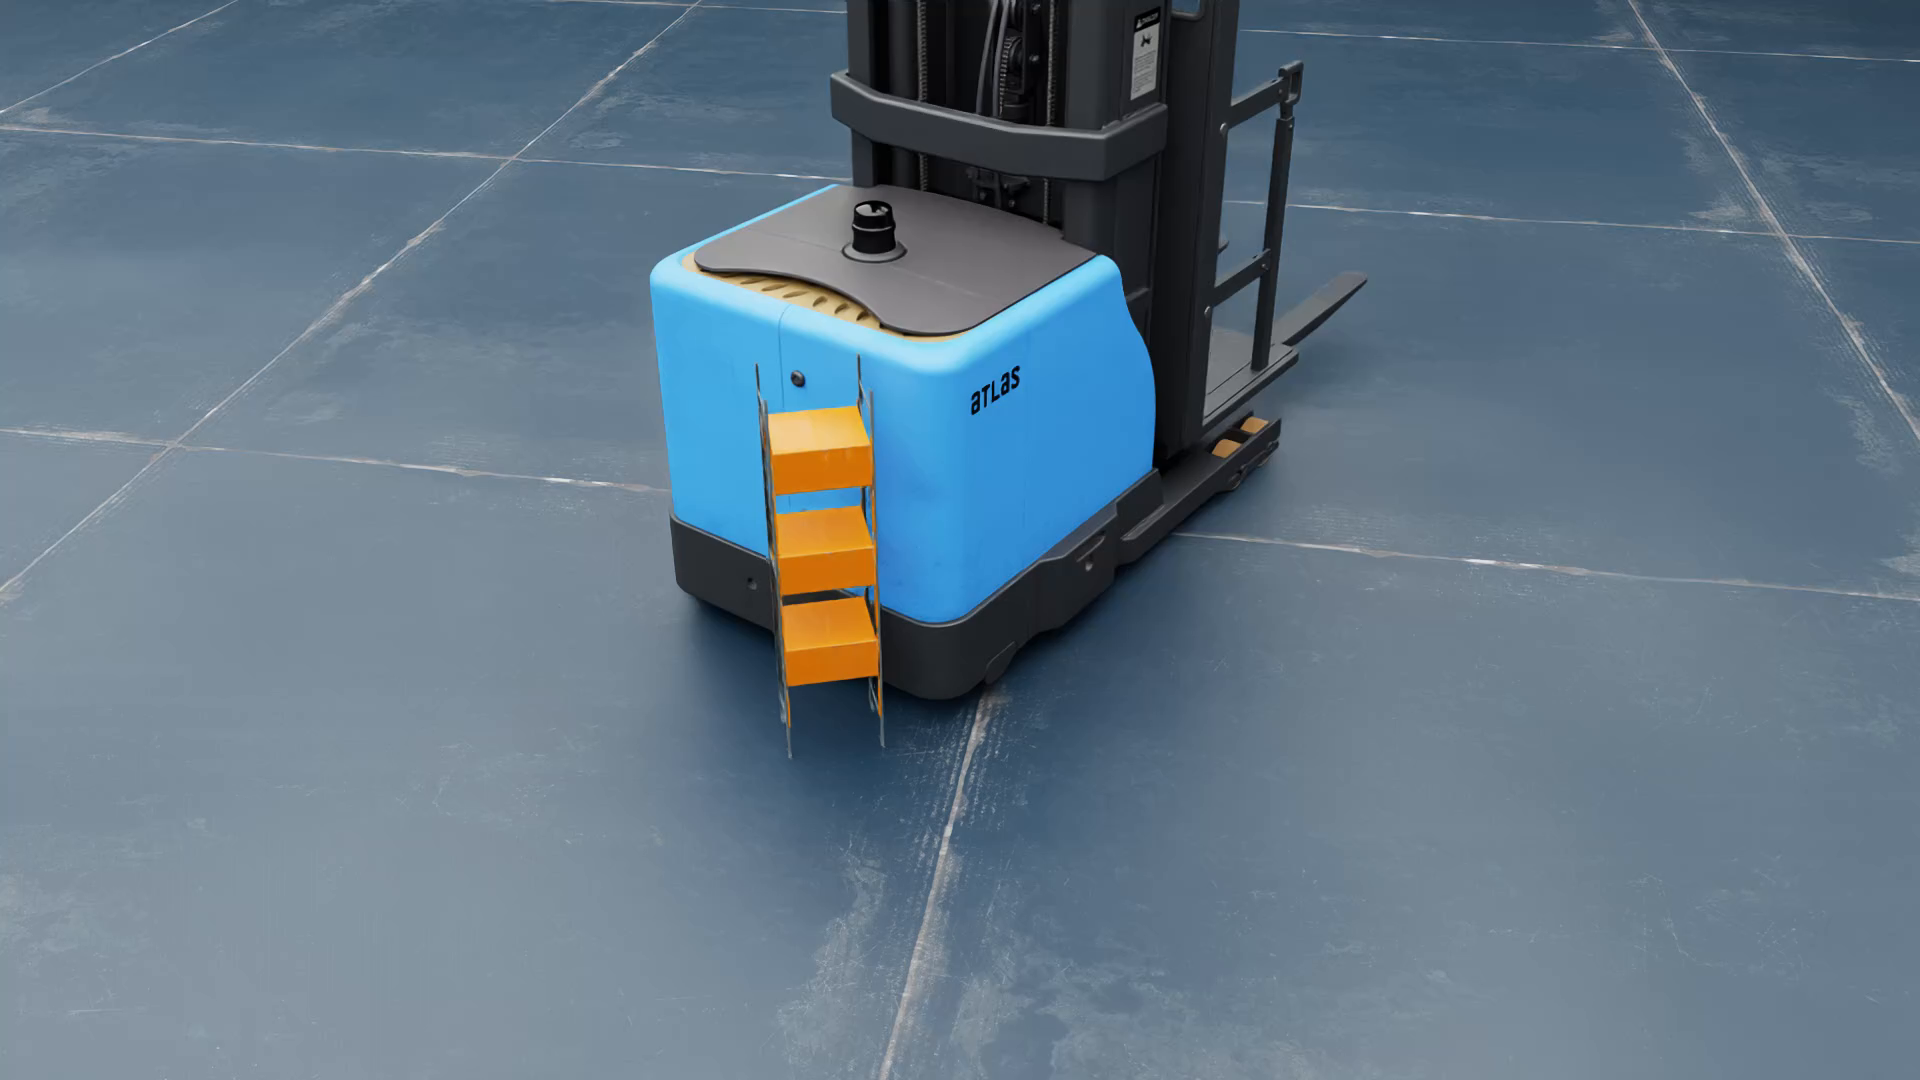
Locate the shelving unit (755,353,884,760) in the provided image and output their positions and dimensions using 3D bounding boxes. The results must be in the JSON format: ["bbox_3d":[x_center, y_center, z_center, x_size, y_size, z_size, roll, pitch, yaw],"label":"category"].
[{"bbox_3d":[-0.343,0.063,4.160,0.252,1.050,0.215,-6,33,-10],"label":"shelving unit"}]

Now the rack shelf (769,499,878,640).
[{"bbox_3d":[-0.343,0.072,4.166,0.240,0.259,0.215,-6,33,-10],"label":"rack shelf"}]

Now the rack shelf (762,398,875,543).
[{"bbox_3d":[-0.343,-0.169,4.015,0.240,0.259,0.215,-6,33,-10],"label":"rack shelf"}]

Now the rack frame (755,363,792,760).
[{"bbox_3d":[-0.462,0.076,4.138,0.008,1.050,0.200,-6,33,-10],"label":"rack frame"}]

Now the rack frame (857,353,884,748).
[{"bbox_3d":[-0.224,0.049,4.182,0.008,1.050,0.200,-6,33,-10],"label":"rack frame"}]

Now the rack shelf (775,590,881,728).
[{"bbox_3d":[-0.343,0.307,4.313,0.240,0.259,0.215,-6,33,-10],"label":"rack shelf"}]

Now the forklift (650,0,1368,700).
[{"bbox_3d":[0.432,-1.545,4.956,1.130,2.935,3.031,21,38,30],"label":"forklift"}]
